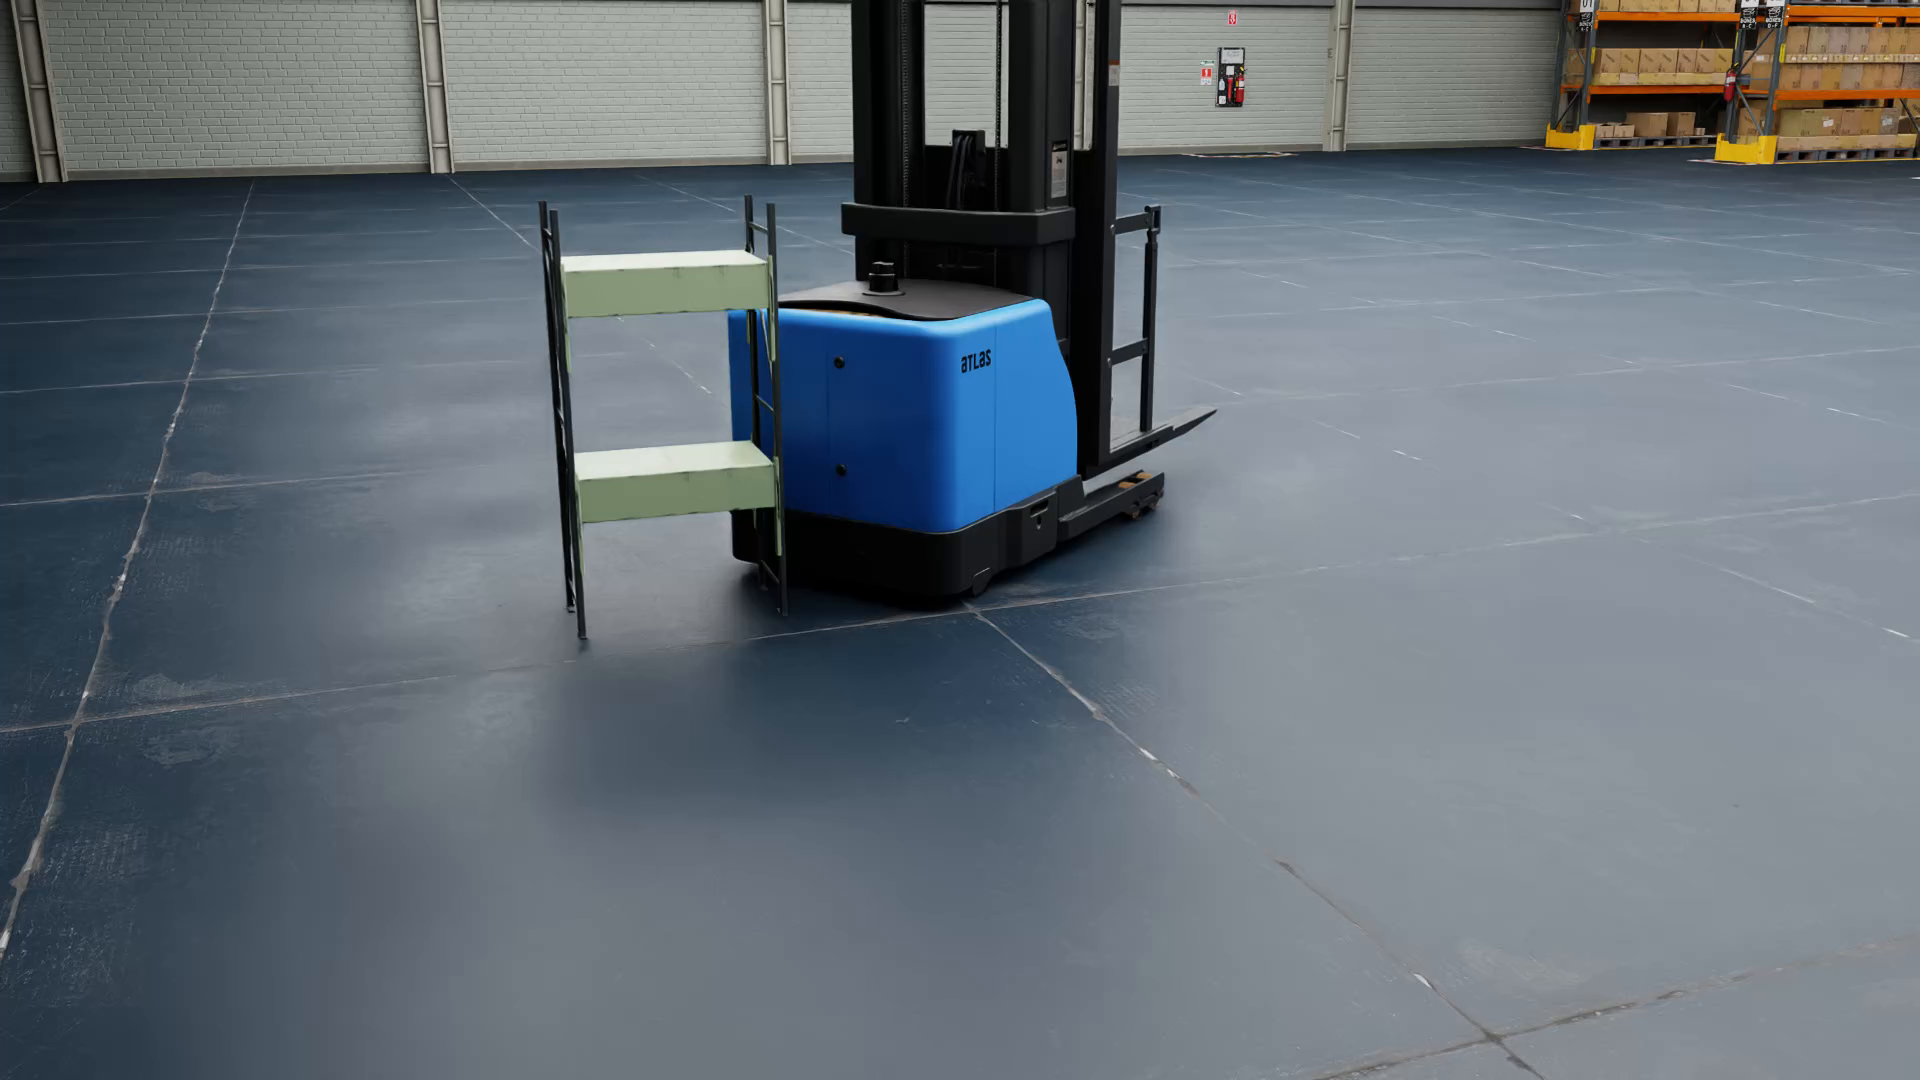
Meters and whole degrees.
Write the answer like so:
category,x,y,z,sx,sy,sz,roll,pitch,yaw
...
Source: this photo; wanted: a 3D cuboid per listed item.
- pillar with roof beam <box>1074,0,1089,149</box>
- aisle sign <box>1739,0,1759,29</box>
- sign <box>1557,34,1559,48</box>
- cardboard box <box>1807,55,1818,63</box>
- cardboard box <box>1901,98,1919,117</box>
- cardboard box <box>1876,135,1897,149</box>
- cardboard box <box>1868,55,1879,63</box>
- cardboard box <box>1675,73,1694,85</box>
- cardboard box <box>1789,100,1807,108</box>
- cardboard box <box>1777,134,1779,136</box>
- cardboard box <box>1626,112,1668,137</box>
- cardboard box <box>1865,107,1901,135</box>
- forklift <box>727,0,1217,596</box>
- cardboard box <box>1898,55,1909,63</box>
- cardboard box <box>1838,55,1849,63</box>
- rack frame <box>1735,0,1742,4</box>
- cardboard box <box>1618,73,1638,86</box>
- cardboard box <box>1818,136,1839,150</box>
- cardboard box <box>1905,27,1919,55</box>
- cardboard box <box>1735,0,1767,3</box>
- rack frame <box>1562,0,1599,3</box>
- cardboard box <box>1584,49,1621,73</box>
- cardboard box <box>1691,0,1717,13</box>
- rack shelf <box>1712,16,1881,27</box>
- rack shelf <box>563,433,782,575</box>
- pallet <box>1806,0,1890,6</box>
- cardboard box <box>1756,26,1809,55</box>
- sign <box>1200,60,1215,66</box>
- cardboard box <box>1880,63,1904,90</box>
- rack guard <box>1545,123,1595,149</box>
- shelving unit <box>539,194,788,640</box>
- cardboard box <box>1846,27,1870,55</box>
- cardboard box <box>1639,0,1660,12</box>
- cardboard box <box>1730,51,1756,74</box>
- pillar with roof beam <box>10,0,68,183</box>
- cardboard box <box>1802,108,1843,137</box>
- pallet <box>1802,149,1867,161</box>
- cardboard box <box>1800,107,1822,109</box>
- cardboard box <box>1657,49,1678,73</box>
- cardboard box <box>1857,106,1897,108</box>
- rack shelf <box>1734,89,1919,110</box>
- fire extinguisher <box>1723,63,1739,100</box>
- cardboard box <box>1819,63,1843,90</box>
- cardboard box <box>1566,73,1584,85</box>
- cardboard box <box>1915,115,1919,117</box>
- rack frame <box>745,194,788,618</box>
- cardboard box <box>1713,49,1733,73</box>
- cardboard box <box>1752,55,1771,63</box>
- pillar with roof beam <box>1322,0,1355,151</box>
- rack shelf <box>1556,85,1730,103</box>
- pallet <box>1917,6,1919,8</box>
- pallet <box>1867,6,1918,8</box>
category,x,y,z,sx,sy,sz,roll,pitch,yaw
pillar with roof beam,3.790,-10.757,27.757,0.400,9.000,9.100,-6,17,-20
aisle sign,14.720,-9.938,31.002,0.004,0.787,0.394,-6,17,-20
sign,12.931,-10.778,35.861,0.005,0.325,0.100,-6,17,-20
cardboard box,15.809,-9.014,31.141,0.250,0.149,0.380,-6,17,-20
cardboard box,22.135,-10.025,38.985,0.750,0.750,0.750,-6,17,-20
cardboard box,17.797,-7.753,32.311,0.500,0.250,0.500,-6,17,-20
cardboard box,17.258,-9.171,31.675,0.250,0.149,0.380,-6,17,-18
cardboard box,15.580,-10.033,36.172,0.500,0.250,0.500,-6,17,-20
cardboard box,18.894,-9.920,37.881,0.500,0.250,0.500,-6,17,-20
cardboard box,15.744,-7.687,32.087,0.500,0.250,0.500,-6,17,-20
cardboard box,15.024,-9.099,36.414,0.500,0.500,0.700,-7,18,-24
cardboard box,17.796,-8.113,32.207,0.500,0.500,0.500,-6,17,-20
forklift,0.278,-1.561,7.213,1.130,2.935,3.031,10,19,29
cardboard box,17.969,-9.247,31.934,0.250,0.149,0.380,-7,18,-22
cardboard box,16.532,-9.092,31.408,0.250,0.149,0.380,-6,18,-21
rack frame,16.846,-13.204,36.092,0.127,3.000,1.000,-6,17,-20
cardboard box,14.160,-9.882,35.657,0.500,0.250,0.500,-7,18,-22
cardboard box,16.400,-7.599,31.787,0.500,0.250,0.500,-6,17,-20
cardboard box,18.210,-9.647,32.146,0.500,0.500,0.700,-6,17,-20
cardboard box,17.385,-12.049,36.558,0.500,0.500,0.500,-4,17,-12
rack frame,13.111,-12.801,34.719,0.127,3.000,1.000,-6,17,-20
cardboard box,13.664,-10.189,35.372,0.500,0.500,0.500,-6,17,-20
cardboard box,15.986,-11.659,35.941,0.500,0.500,0.500,-8,18,-25
rack shelf,18.713,-11.622,37.303,4.000,0.370,1.077,-6,17,-20
rack shelf,-1.056,-0.141,6.073,0.720,0.370,0.431,-6,17,-18
pallet,16.697,-10.205,31.359,1.213,0.211,1.003,-6,17,-20
cardboard box,15.377,-9.339,31.097,0.500,0.500,0.700,-6,17,-20
sign,4.985,-9.618,33.522,0.331,0.109,0.001,-6,17,-20
cardboard box,17.719,-8.970,32.142,0.500,0.500,0.700,-6,18,-21
rack guard,13.182,-8.731,35.943,0.348,0.500,1.175,-6,17,-20
shelving unit,-1.056,-0.454,5.982,0.755,1.500,0.431,-6,17,-18
cardboard box,16.804,-9.495,31.629,0.500,0.500,0.700,-6,17,-20
cardboard box,14.510,-11.486,35.350,0.500,0.500,0.500,-5,17,-18
cardboard box,17.333,-10.627,37.006,0.500,0.500,0.700,-6,17,-20
pillar with roof beam,-13.019,-8.942,21.577,0.400,9.000,9.100,-6,17,-20
cardboard box,16.395,-7.962,31.691,0.500,0.500,0.500,-6,17,-20
pallet,16.723,-7.492,32.235,1.213,0.211,1.003,-6,17,-20
cardboard box,16.677,-8.149,32.328,0.500,0.500,0.500,-6,17,-20
cardboard box,15.091,-10.342,35.892,0.500,0.500,0.500,-6,17,-18
cardboard box,18.077,-8.301,32.844,0.500,0.500,0.500,-6,17,-20
rack shelf,16.754,-8.476,31.915,4.000,0.370,1.077,-6,17,-20
fire extinguisher,14.610,-8.693,31.514,0.183,0.674,0.296,-6,17,-20
cardboard box,16.282,-8.814,31.612,0.500,0.500,0.700,-6,17,-20
cardboard box,13.478,-9.958,35.917,0.500,0.250,0.500,-6,17,-19
cardboard box,19.381,-8.345,33.330,0.500,0.311,0.500,-6,17,-19
rack frame,-0.710,-0.487,6.096,0.023,1.500,0.400,-6,17,-18
cardboard box,16.515,-10.494,36.411,0.500,0.500,0.500,-6,17,-20
cardboard box,15.175,-9.068,31.324,0.250,0.149,0.380,-6,18,-21
pillar with roof beam,9.392,-11.362,29.817,0.400,9.000,9.100,-6,17,-20
rack shelf,14.978,-9.779,36.352,4.000,0.370,1.077,-6,17,-20
pallet,19.441,-10.463,32.419,1.217,0.209,0.805,-7,18,-22
pallet,21.163,-12.157,38.183,1.003,0.211,1.213,-5,17,-18
